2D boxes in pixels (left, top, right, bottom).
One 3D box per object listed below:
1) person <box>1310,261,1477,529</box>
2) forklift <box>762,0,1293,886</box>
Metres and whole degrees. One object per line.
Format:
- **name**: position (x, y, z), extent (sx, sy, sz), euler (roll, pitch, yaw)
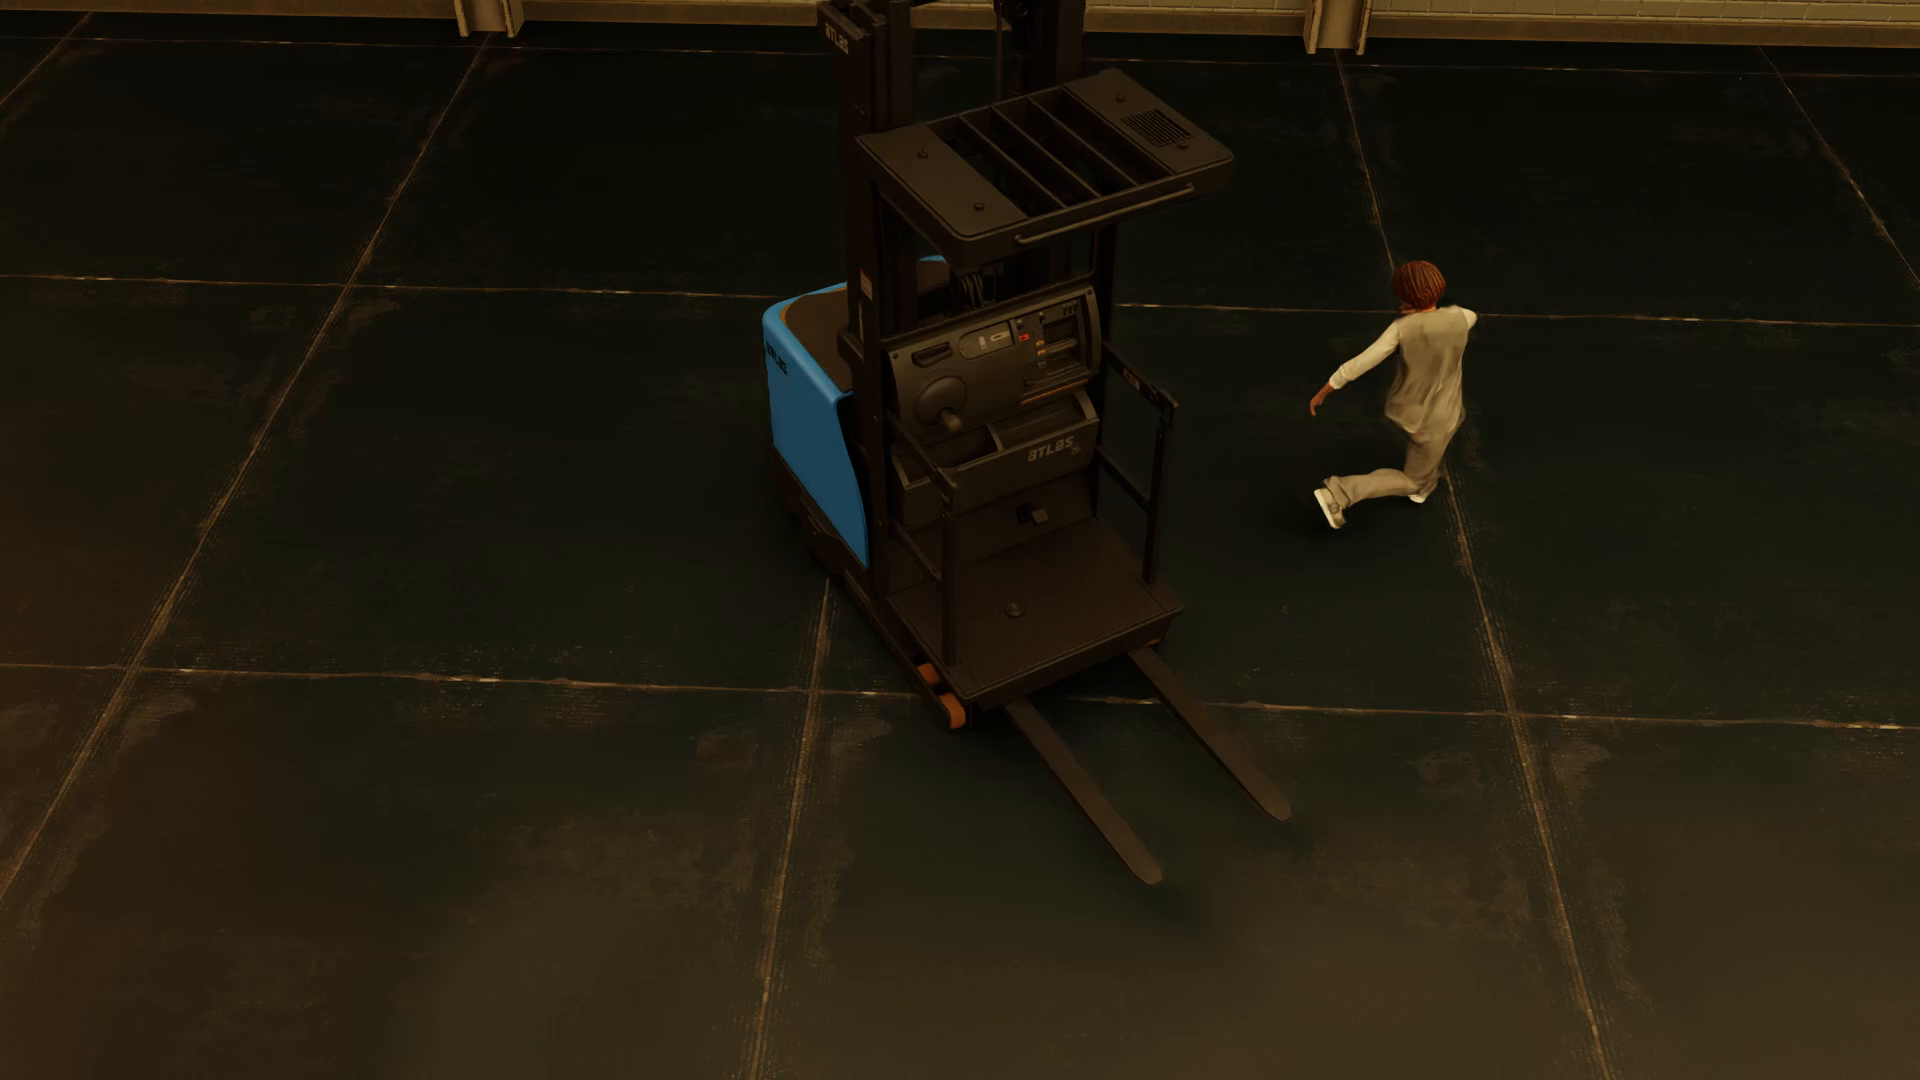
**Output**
- **person**: position (2.013, -0.659, 7.680), extent (0.849, 1.359, 0.576), euler (-31, 51, -29)
- **forklift**: position (0.255, -0.633, 6.435), extent (1.130, 2.935, 3.031), euler (-21, 46, -21)
